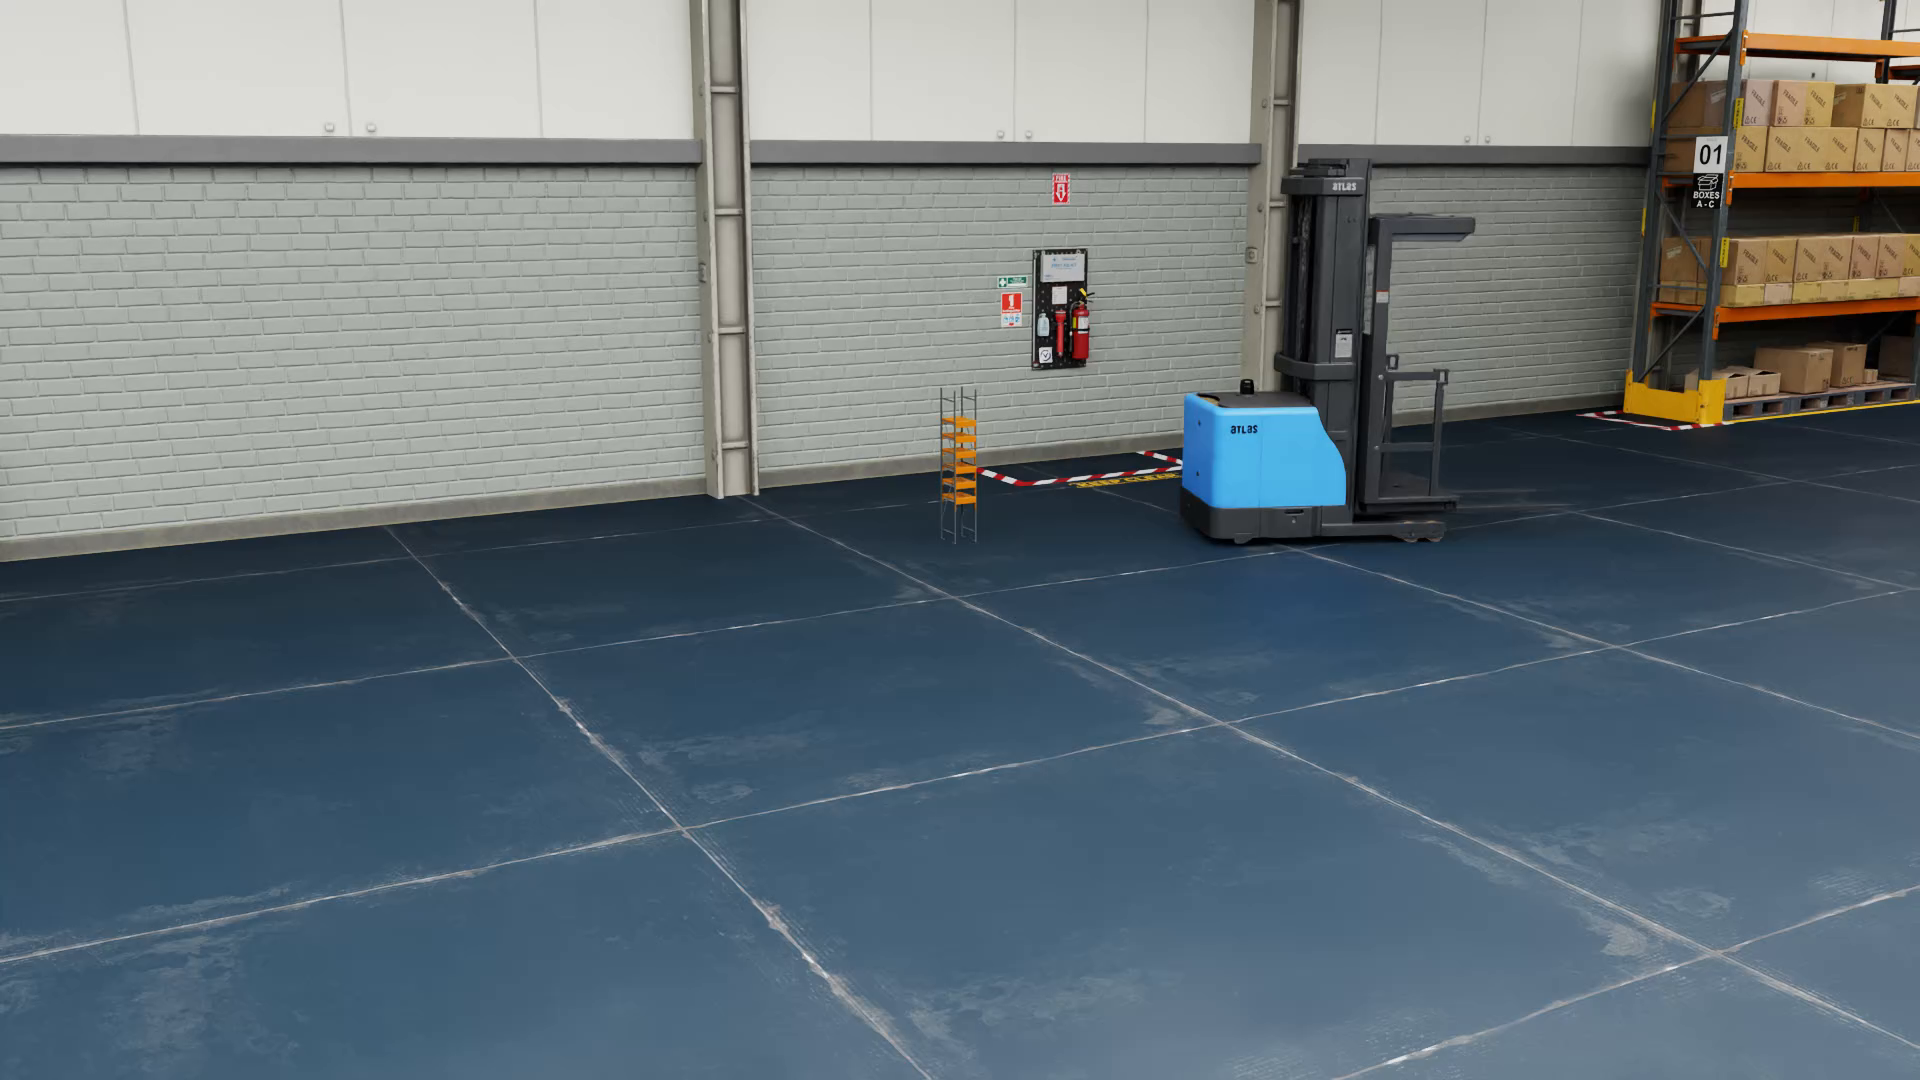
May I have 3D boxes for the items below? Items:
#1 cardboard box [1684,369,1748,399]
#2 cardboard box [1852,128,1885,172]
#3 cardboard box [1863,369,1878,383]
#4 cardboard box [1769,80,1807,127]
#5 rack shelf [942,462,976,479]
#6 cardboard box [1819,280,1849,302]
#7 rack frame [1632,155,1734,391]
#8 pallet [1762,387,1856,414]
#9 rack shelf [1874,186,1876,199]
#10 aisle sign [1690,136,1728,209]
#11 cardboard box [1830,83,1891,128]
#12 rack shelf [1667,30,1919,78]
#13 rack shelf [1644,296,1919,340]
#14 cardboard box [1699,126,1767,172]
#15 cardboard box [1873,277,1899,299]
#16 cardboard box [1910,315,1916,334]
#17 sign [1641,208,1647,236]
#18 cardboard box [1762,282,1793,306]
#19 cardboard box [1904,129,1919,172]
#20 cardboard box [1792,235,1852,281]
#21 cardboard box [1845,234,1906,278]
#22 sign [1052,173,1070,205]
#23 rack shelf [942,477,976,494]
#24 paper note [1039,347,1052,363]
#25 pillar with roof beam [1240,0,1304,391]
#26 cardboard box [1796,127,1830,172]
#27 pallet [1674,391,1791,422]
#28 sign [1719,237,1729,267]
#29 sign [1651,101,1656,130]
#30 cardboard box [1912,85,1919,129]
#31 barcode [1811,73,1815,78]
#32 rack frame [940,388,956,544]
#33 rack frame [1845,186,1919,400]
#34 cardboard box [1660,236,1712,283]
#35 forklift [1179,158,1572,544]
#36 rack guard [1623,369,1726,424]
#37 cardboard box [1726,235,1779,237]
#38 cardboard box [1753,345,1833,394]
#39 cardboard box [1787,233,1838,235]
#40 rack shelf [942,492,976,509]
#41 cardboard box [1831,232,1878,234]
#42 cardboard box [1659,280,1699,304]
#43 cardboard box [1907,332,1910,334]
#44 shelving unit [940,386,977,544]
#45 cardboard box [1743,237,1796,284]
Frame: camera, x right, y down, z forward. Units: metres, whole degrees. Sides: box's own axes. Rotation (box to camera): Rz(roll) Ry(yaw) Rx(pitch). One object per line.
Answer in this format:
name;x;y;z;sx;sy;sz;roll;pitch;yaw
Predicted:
cardboard box;8.939;-1.859;19.658;0.500;0.311;0.500;-9;15;-34
cardboard box;10.557;-4.626;19.727;0.500;0.500;0.500;-7;15;-30
cardboard box;11.344;-2.091;21.021;0.250;0.166;0.380;-9;16;-35
cardboard box;9.208;-4.947;18.875;0.500;0.500;0.500;-7;14;-29
rack shelf;-0.013;-0.540;12.980;0.180;0.103;0.258;-7;14;-28
cardboard box;10.213;-2.990;19.857;0.500;0.250;0.500;-7;14;-27
rack frame;8.289;-2.900;19.164;0.127;3.000;1.000;-7;14;-28
pallet;10.155;-1.754;20.422;1.213;0.211;1.003;-7;14;-28
rack shelf;13.555;-4.644;21.719;4.000;0.370;1.077;-7;14;-28
aisle sign;8.369;-4.103;18.588;0.004;0.787;0.394;-7;14;-28
cardboard box;10.560;-5.109;19.597;0.500;0.500;0.500;-7;15;-30
rack shelf;10.044;-5.685;19.520;4.000;0.370;1.077;-7;14;-28
rack shelf;10.044;-2.760;20.178;4.000;0.370;1.077;-7;14;-28
cardboard box;8.702;-4.409;18.764;0.500;0.500;0.500;-6;14;-26
cardboard box;11.088;-3.099;20.342;0.500;0.250;0.500;-7;14;-28
cardboard box;12.823;-2.810;21.745;0.500;0.250;0.500;-7;15;-29
sign;8.040;-3.728;19.487;0.005;0.325;0.100;-7;14;-28
cardboard box;9.318;-2.884;19.390;0.500;0.250;0.500;-7;15;-30
cardboard box;11.473;-4.742;20.243;0.500;0.500;0.500;-6;14;-26
cardboard box;10.194;-3.355;19.772;0.500;0.500;0.500;-6;14;-26
cardboard box;11.097;-3.461;20.242;0.500;0.500;0.500;-7;14;-28
sign;0.980;-3.406;16.132;0.199;0.298;0.001;-7;14;-28
rack shelf;-0.013;-0.423;13.007;0.180;0.103;0.258;-7;14;-28
paper note;0.846;-1.822;16.378;0.142;0.148;0.016;-7;14;-28
pillar with roof beam;5.285;-4.607;13.083;0.400;9.000;9.100;-7;14;-28
cardboard box;9.644;-4.514;19.231;0.500;0.500;0.500;-6;14;-25
pallet;9.085;-1.626;19.856;1.213;0.211;1.003;-7;14;-28
sign;8.549;-3.218;18.605;0.005;0.325;0.100;-7;14;-28
sign;8.040;-4.905;19.223;0.005;0.325;0.100;-7;14;-28
cardboard box;11.490;-5.226;20.116;0.500;0.500;0.500;-8;15;-33
barcode;10.374;-5.648;20.215;0.075;0.075;0.001;-7;14;-28
rack frame;-0.093;-0.574;12.928;0.006;1.200;0.240;-7;14;-28
rack frame;11.800;-3.321;21.034;0.127;3.000;1.000;-7;14;-28
cardboard box;8.601;-3.293;19.499;0.500;0.500;0.500;-7;14;-28
forklift;3.370;-1.524;13.203;3.031;2.935;1.130;-2;13;-7
rack guard;8.355;-1.689;19.474;0.348;0.500;1.175;-7;14;-28
cardboard box;9.499;-3.400;19.971;0.500;0.500;0.500;-7;15;-29
cardboard box;10.107;-2.078;20.204;0.500;0.500;0.700;-8;15;-31
cardboard box;10.391;-3.509;20.459;0.500;0.500;0.500;-6;14;-26
rack shelf;-0.013;-0.306;13.033;0.180;0.103;0.258;-7;14;-28
cardboard box;11.287;-3.614;20.925;0.500;0.500;0.500;-7;15;-29
cardboard box;8.606;-2.923;19.563;0.500;0.250;0.500;-7;14;-27
cardboard box;12.867;-2.461;21.903;0.500;0.500;0.700;-7;15;-29
shelving unit;-0.013;-0.584;12.971;0.189;1.200;0.258;-7;14;-28
cardboard box;9.290;-3.245;19.285;0.500;0.500;0.500;-7;14;-28
